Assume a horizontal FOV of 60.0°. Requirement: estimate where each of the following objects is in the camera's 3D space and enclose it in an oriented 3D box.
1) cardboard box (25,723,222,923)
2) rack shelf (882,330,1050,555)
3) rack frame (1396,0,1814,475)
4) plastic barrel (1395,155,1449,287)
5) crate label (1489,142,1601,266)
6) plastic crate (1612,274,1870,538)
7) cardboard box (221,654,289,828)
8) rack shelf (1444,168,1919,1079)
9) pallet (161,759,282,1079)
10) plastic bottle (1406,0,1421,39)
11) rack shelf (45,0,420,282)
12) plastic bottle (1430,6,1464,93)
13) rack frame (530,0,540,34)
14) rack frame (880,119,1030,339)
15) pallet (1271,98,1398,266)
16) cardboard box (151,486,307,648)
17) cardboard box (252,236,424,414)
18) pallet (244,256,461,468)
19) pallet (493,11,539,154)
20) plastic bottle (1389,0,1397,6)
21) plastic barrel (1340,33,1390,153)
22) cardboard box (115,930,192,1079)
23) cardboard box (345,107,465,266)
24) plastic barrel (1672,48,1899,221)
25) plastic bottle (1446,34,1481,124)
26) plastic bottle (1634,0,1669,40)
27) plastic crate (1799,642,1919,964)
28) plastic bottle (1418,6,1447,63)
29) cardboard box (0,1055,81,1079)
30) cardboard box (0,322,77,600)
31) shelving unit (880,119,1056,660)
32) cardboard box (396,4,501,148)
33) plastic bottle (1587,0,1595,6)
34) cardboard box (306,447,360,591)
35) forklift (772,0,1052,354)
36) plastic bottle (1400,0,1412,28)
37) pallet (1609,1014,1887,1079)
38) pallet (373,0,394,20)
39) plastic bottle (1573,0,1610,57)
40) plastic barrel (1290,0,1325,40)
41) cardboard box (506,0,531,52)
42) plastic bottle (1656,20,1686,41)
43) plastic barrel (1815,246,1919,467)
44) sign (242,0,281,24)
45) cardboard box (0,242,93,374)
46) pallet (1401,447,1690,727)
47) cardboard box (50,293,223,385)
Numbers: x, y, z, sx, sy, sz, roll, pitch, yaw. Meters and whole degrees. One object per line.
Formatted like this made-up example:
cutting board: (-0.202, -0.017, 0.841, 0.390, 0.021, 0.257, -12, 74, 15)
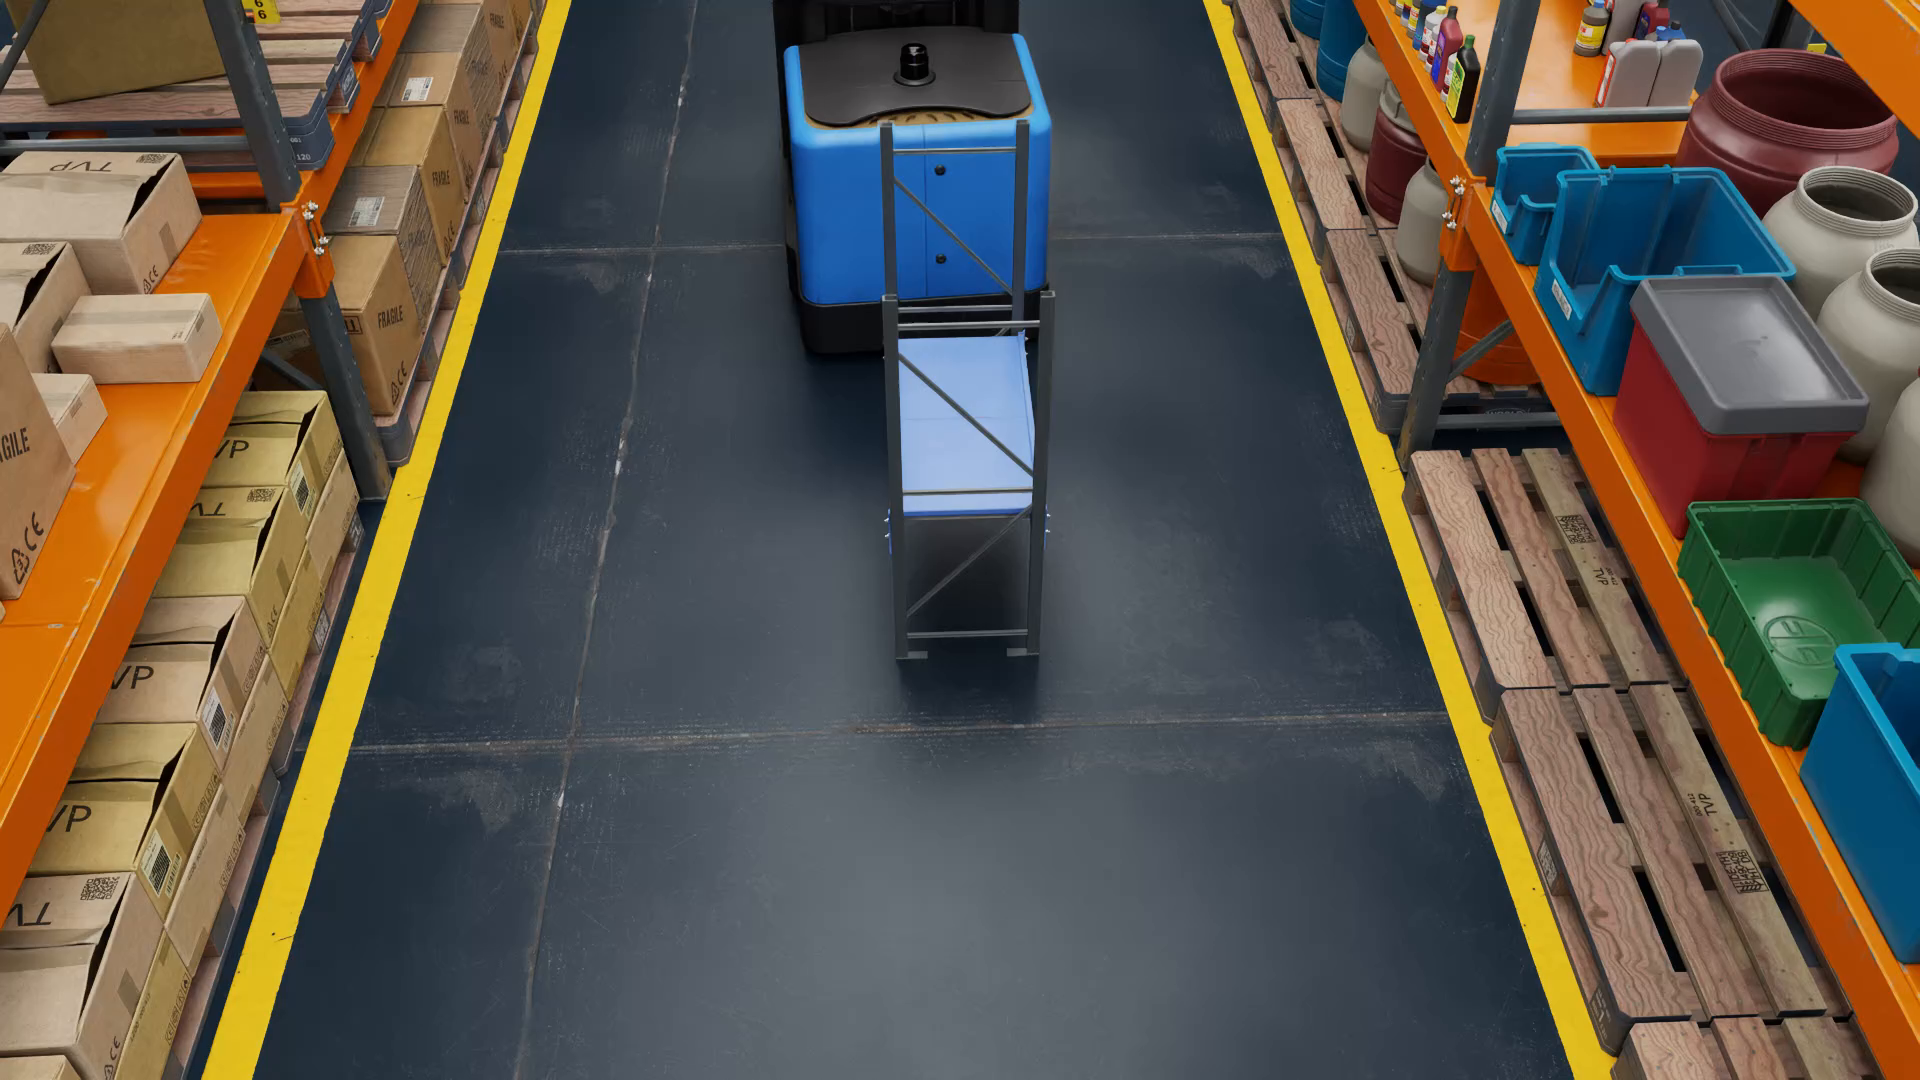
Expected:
cardboard box: (-2.378, 0.748, 4.523, 0.500, 0.311, 0.500, -1, 43, -1)
rack shelf: (0.004, -0.363, 5.802, 0.538, 0.185, 1.000, -2, 43, -2)
rack frame: (2.237, -1.420, 5.579, 1.000, 3.000, 0.127, -2, 43, -2)
plastic barrel: (2.085, -1.366, 7.050, 0.421, 0.512, 0.421, 0, 43, 0)
crate label: (1.880, -1.063, 5.313, 0.303, 0.233, 0.416, -2, 43, -2)
plastic crate: (1.999, -0.344, 4.358, 0.402, 0.464, 0.583, -2, 43, -2)
cardboard box: (-2.403, 0.614, 5.084, 0.500, 0.250, 0.500, -1, 43, -1)
rack shelf: (2.321, 0.196, 4.349, 1.077, 0.370, 4.000, -2, 43, -2)
pallet: (-2.668, 1.126, 4.865, 1.003, 0.211, 1.213, -2, 43, -2)
plastic bottle: (1.784, -2.039, 6.401, 0.097, 0.201, 0.097, 0, 43, 0)
rack shelf: (-2.797, -2.365, 7.143, 1.077, 0.370, 4.000, -2, 43, -2)
plastic bottle: (1.783, -1.793, 6.073, 0.061, 0.283, 0.133, -2, 43, -2)
rack frame: (-2.882, -3.980, 8.373, 1.000, 3.000, 0.127, -2, 43, -2)
rack frame: (-0.018, -0.838, 6.055, 0.500, 1.500, 0.032, -2, 43, -2)
pallet: (2.113, -1.744, 7.997, 1.003, 0.211, 1.213, -2, 43, -2)
cardboard box: (-2.416, 0.069, 5.264, 0.500, 0.311, 0.500, -2, 43, -2)
cardboard box: (-2.446, -0.836, 6.467, 0.500, 0.500, 0.500, 0, 43, 0)
pallet: (-2.706, -0.757, 6.920, 1.003, 0.211, 1.213, -2, 43, -2)
pallet: (-2.810, -2.404, 8.717, 1.003, 0.211, 1.213, -2, 43, -2)
plastic bottle: (1.772, -2.236, 6.616, 0.097, 0.201, 0.097, 0, 43, 0)
plastic barrel: (2.038, -2.128, 7.882, 0.421, 0.512, 0.421, 0, 43, 0)
cardboard box: (-2.357, 1.305, 4.331, 0.500, 0.250, 0.500, -3, 43, -3)
cardboard box: (-2.490, -1.528, 7.222, 0.500, 0.500, 0.500, -2, 43, -2)
plastic barrel: (2.559, -1.165, 5.201, 0.600, 0.536, 0.708, -2, 43, -2)
plastic bottle: (1.793, -1.638, 5.903, 0.061, 0.283, 0.133, -2, 43, -2)
plastic bottle: (2.573, -1.901, 6.191, 0.061, 0.283, 0.133, -2, 43, -2)
plastic crate: (2.049, 0.551, 3.441, 0.392, 0.384, 0.575, -2, 43, -2)
plastic bottle: (1.793, -1.907, 6.258, 0.097, 0.201, 0.097, 0, 43, 0)
cardboard box: (-2.327, 1.448, 3.759, 0.500, 0.311, 0.500, -2, 43, -2)
cardboard box: (-2.625, -0.185, 4.157, 0.500, 0.500, 0.500, -4, 43, -4)
shelving unit: (0.004, -0.495, 5.680, 0.538, 1.500, 1.048, -2, 43, -2)
cardboard box: (-2.542, -2.224, 7.980, 0.500, 0.500, 0.500, -1, 43, -1)
plastic bottle: (2.552, -2.238, 6.558, 0.061, 0.283, 0.133, -2, 43, -2)
cardboard box: (-2.446, -0.073, 5.834, 0.500, 0.250, 0.500, -1, 43, -1)
forklift: (-0.312, -2.860, 7.201, 1.130, 2.935, 3.031, -5, 43, -5)
plastic bottle: (1.780, -2.130, 6.449, 0.097, 0.271, 0.097, 0, 43, 0)
pallet: (2.334, 1.780, 4.152, 1.003, 0.211, 1.213, -2, 43, -2)
pallet: (-2.800, -2.522, 6.924, 1.003, 0.211, 1.213, -2, 43, -2)
plastic bottle: (2.398, -1.944, 6.298, 0.097, 0.201, 0.097, 0, 43, 0)
plastic barrel: (2.073, -3.134, 8.691, 0.600, 0.901, 0.708, -2, 43, -2)
cardboard box: (-2.575, -2.896, 8.714, 0.500, 0.500, 0.500, -2, 43, -2)
plastic bottle: (2.564, -1.753, 6.037, 0.097, 0.271, 0.097, 0, 43, 0)
plastic barrel: (2.512, -0.488, 4.480, 0.421, 0.512, 0.421, 0, 43, 0)
sign: (-2.158, -1.725, 5.055, 0.100, 0.325, 0.005, -2, 43, -2)
cardboard box: (-2.868, -0.638, 4.792, 0.500, 0.311, 0.500, -2, 43, -2)
pallet: (2.231, 0.132, 5.949, 1.003, 0.211, 1.213, -2, 43, -2)
cardboard box: (-2.398, -0.588, 4.858, 0.380, 0.149, 0.250, -2, 43, -2)
